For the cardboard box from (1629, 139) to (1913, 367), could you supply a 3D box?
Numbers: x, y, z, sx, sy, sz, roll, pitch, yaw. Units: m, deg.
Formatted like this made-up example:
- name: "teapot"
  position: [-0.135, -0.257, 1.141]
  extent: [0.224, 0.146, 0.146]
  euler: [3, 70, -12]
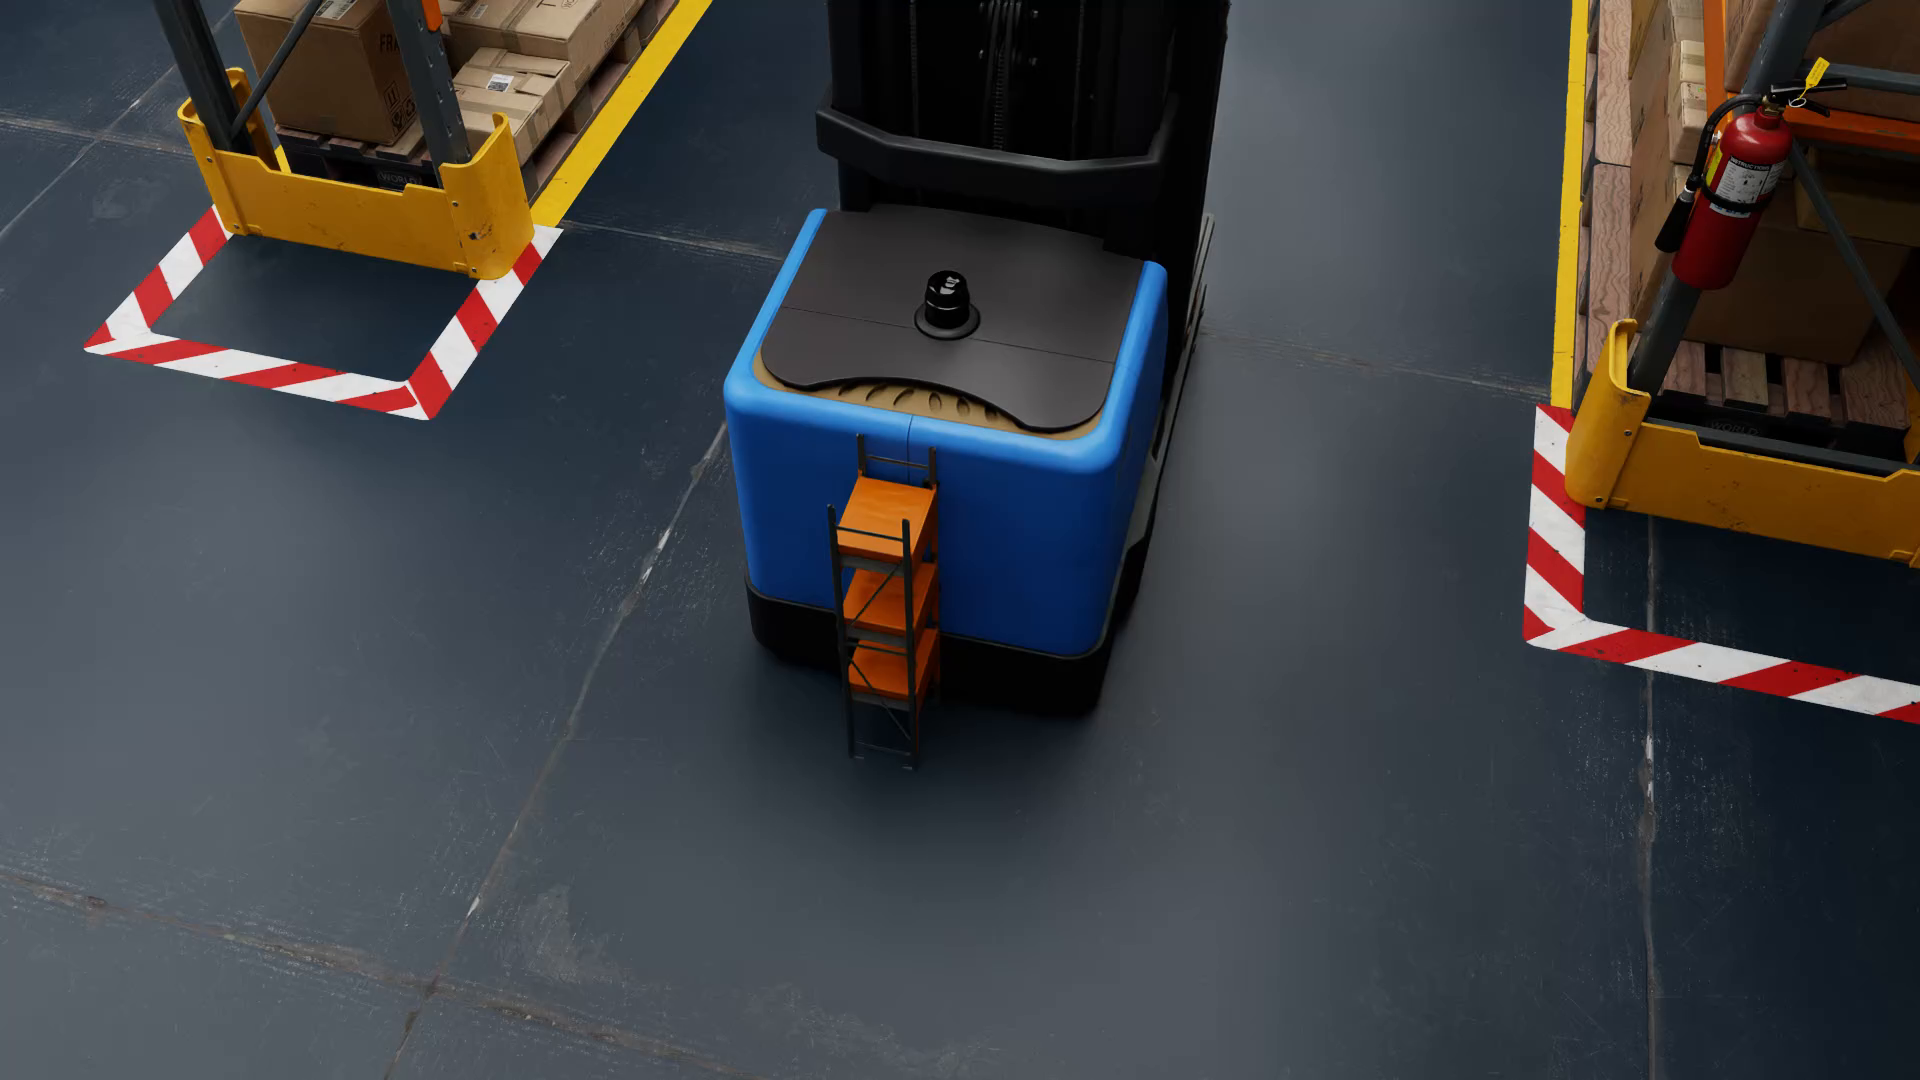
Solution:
- name: "cardboard box"
  position: [2.651, -0.979, 5.501]
  extent: [0.700, 0.500, 0.500]
  euler: [12, 50, 10]

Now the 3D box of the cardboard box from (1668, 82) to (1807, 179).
- name: "cardboard box"
  position: [2.509, -1.323, 5.371]
  extent: [0.380, 0.149, 0.250]
  euler: [11, 49, 10]

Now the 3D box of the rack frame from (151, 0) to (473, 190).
- name: "rack frame"
  position: [-2.217, -2.116, 5.117]
  extent: [1.000, 3.000, 0.127]
  euler: [12, 50, 10]

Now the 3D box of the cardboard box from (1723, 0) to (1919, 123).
- name: "cardboard box"
  position: [2.688, -1.612, 4.472]
  extent: [0.980, 0.700, 0.700]
  euler: [14, 50, 12]

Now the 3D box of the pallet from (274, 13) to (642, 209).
- name: "pallet"
  position: [-1.988, -1.825, 6.720]
  extent: [1.003, 0.211, 1.213]
  euler: [12, 50, 10]

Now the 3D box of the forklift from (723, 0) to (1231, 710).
- name: "forklift"
  position: [0.243, -1.617, 4.723]
  extent: [1.130, 2.935, 3.031]
  euler: [11, 49, 9]

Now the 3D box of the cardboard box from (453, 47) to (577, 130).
- name: "cardboard box"
  position: [-1.709, -1.740, 6.382]
  extent: [0.380, 0.166, 0.250]
  euler: [12, 50, 10]

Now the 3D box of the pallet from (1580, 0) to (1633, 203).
- name: "pallet"
  position: [3.021, -1.692, 6.603]
  extent: [1.003, 0.211, 1.213]
  euler: [12, 50, 10]

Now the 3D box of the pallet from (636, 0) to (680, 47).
- name: "pallet"
  position: [-1.665, -2.705, 7.497]
  extent: [1.003, 0.211, 1.213]
  euler: [12, 50, 10]

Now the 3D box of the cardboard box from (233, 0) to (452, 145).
- name: "cardboard box"
  position: [-2.312, -1.877, 6.279]
  extent: [0.500, 0.500, 0.500]
  euler: [12, 50, 10]

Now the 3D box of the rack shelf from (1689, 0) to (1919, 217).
- name: "rack shelf"
  position: [3.089, -2.350, 5.803]
  extent: [1.077, 0.370, 4.000]
  euler: [12, 50, 10]

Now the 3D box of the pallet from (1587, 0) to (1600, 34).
- name: "pallet"
  position: [3.340, -2.577, 7.384]
  extent: [1.003, 0.211, 1.213]
  euler: [12, 50, 10]

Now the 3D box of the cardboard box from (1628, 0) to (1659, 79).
- name: "cardboard box"
  position: [3.047, -2.092, 6.483]
  extent: [0.700, 0.500, 0.500]
  euler: [13, 50, 11]

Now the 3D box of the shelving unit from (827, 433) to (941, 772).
- name: "shelving unit"
  position: [-0.186, 0.196, 4.377]
  extent: [0.215, 1.050, 0.252]
  euler: [11, 49, 9]

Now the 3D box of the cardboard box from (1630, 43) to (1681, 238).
- name: "cardboard box"
  position: [2.782, -1.341, 5.820]
  extent: [0.700, 0.500, 0.500]
  euler: [11, 50, 10]

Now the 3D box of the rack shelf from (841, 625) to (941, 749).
- name: "rack shelf"
  position: [-0.186, 0.387, 4.593]
  extent: [0.215, 0.259, 0.240]
  euler: [11, 49, 9]

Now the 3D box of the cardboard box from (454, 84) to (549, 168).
- name: "cardboard box"
  position: [-1.775, -1.554, 6.228]
  extent: [0.380, 0.149, 0.250]
  euler: [12, 50, 10]

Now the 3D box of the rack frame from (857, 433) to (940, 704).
- name: "rack frame"
  position: [-0.155, 0.107, 4.455]
  extent: [0.200, 1.050, 0.008]
  euler: [11, 49, 9]

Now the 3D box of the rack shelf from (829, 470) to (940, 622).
- name: "rack shelf"
  position: [-0.186, 0.015, 4.172]
  extent: [0.215, 0.259, 0.240]
  euler: [11, 49, 9]

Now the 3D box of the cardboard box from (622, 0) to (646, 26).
- name: "cardboard box"
  position: [-1.537, -2.413, 6.919]
  extent: [0.500, 0.250, 0.500]
  euler: [12, 50, 10]

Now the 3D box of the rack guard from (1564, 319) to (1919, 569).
- name: "rack guard"
  position: [2.557, -0.297, 5.179]
  extent: [1.175, 0.500, 0.348]
  euler: [12, 50, 10]

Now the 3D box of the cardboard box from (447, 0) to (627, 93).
- name: "cardboard box"
  position: [-1.669, -2.051, 6.600]
  extent: [0.500, 0.250, 0.500]
  euler: [12, 50, 10]

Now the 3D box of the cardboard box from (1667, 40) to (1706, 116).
- name: "cardboard box"
  position: [2.575, -1.508, 5.535]
  extent: [0.380, 0.149, 0.250]
  euler: [13, 50, 11]

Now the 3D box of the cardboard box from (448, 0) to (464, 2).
- name: "cardboard box"
  position: [-2.033, -2.475, 6.974]
  extent: [0.500, 0.250, 0.500]
  euler: [12, 50, 10]

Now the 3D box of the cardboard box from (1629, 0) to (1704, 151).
- name: "cardboard box"
  position: [2.914, -1.705, 6.141]
  extent: [0.700, 0.500, 0.500]
  euler: [10, 49, 9]

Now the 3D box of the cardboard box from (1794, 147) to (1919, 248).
- name: "cardboard box"
  position: [2.811, -1.064, 5.143]
  extent: [0.380, 0.149, 0.250]
  euler: [12, 50, 10]

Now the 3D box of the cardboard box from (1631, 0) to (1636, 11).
- name: "cardboard box"
  position: [3.185, -2.463, 6.810]
  extent: [0.700, 0.500, 0.500]
  euler: [11, 50, 10]

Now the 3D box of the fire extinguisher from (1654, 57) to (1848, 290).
- name: "fire extinguisher"
  position: [2.078, -0.974, 4.410]
  extent: [0.296, 0.674, 0.183]
  euler: [12, 50, 10]

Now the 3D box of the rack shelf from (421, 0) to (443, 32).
- name: "rack shelf"
  position: [-1.691, -3.325, 6.664]
  extent: [1.077, 0.370, 4.000]
  euler: [12, 50, 10]

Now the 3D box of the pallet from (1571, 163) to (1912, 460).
- name: "pallet"
  position: [2.698, -0.812, 5.826]
  extent: [1.003, 0.211, 1.213]
  euler: [12, 50, 10]

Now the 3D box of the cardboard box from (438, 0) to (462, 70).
- name: "cardboard box"
  position: [-2.118, -2.041, 6.647]
  extent: [0.380, 0.166, 0.250]
  euler: [12, 50, 10]

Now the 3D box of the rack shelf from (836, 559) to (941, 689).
- name: "rack shelf"
  position: [-0.186, 0.203, 4.385]
  extent: [0.215, 0.259, 0.240]
  euler: [11, 49, 9]

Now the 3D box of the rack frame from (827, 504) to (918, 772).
- name: "rack frame"
  position: [-0.216, 0.284, 4.299]
  extent: [0.200, 1.050, 0.008]
  euler: [11, 49, 9]

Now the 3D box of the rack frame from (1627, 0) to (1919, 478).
- name: "rack frame"
  position: [2.563, -1.141, 4.257]
  extent: [1.000, 3.000, 0.127]
  euler: [12, 50, 10]

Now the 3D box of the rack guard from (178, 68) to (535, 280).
- name: "rack guard"
  position: [-2.197, -1.344, 6.103]
  extent: [1.175, 0.500, 0.348]
  euler: [12, 50, 10]
